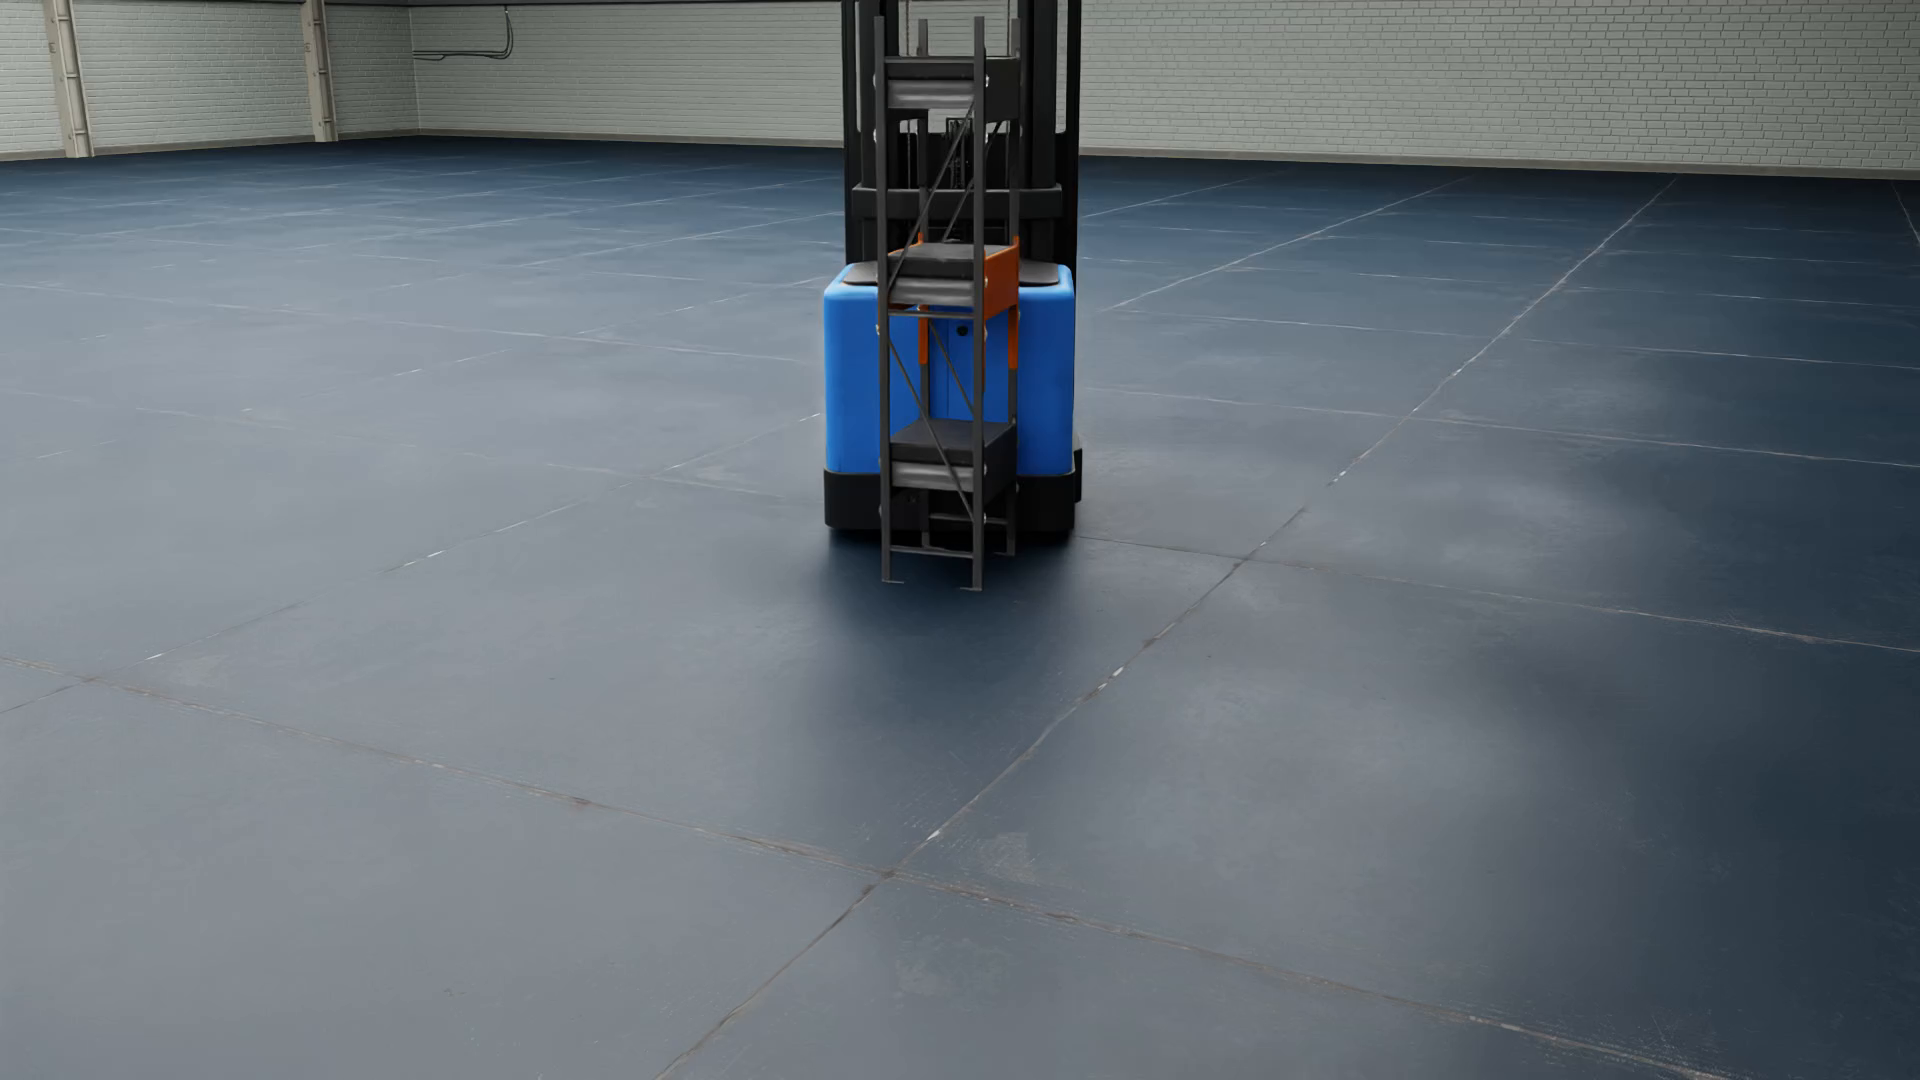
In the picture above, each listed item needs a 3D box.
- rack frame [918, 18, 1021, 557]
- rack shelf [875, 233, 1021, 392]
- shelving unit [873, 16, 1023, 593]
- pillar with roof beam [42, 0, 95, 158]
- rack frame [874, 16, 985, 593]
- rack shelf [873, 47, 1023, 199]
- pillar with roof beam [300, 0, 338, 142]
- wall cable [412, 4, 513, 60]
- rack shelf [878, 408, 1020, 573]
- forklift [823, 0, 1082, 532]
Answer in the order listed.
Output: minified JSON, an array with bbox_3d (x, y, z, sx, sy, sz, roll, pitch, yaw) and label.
[{"bbox_3d":[0.034,-0.955,6.553,0.400,2.100,0.015,5,17,16],"label":"rack frame"},{"bbox_3d":[-0.037,-0.876,6.333,0.431,0.518,0.480,5,17,16],"label":"rack shelf"},{"bbox_3d":[-0.037,-0.889,6.329,0.431,2.100,0.503,5,17,16],"label":"shelving unit"},{"bbox_3d":[-12.722,-10.982,28.195,9.100,9.000,0.400,8,18,25],"label":"pillar with roof beam"},{"bbox_3d":[-0.108,-0.822,6.105,0.400,2.100,0.015,5,17,16],"label":"rack frame"},{"bbox_3d":[-0.037,-1.547,6.133,0.431,0.518,0.480,5,17,16],"label":"rack shelf"},{"bbox_3d":[-10.041,-12.511,33.340,9.100,9.000,0.400,8,18,25],"label":"pillar with roof beam"},{"bbox_3d":[-11.393,-12.152,37.586,3.097,2.526,0.112,8,18,25],"label":"wall cable"},{"bbox_3d":[-0.037,-0.205,6.532,0.431,0.518,0.480,5,17,16],"label":"rack shelf"},{"bbox_3d":[0.017,-1.805,7.955,1.130,2.935,3.031,1,17,2],"label":"forklift"}]
